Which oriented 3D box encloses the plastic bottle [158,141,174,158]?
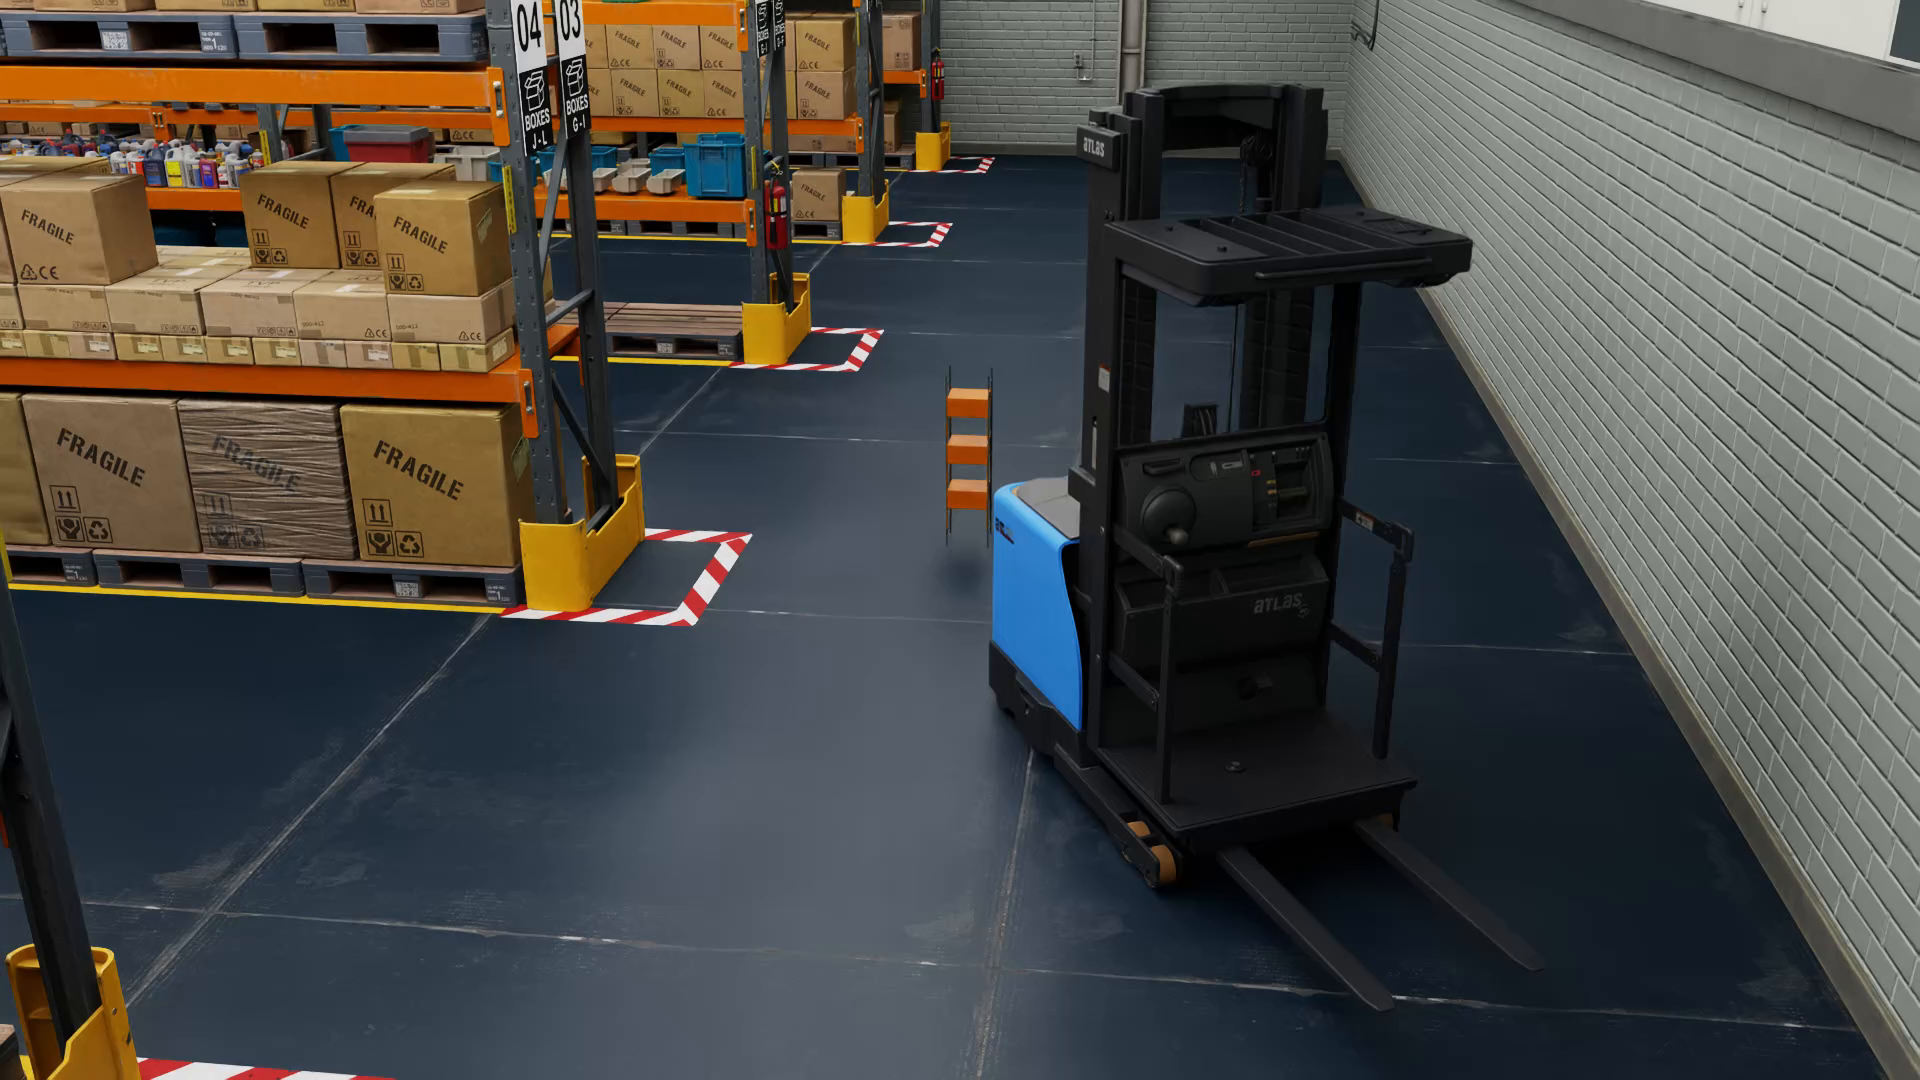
[{"bbox_3d":[-6.649,-3.164,13.931,0.185,0.351,0.144,2,22,6],"label":"plastic bottle"}]

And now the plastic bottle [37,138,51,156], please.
[{"bbox_3d":[-7.692,-3.213,14.053,0.185,0.351,0.144,2,22,6],"label":"plastic bottle"}]

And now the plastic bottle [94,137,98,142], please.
[{"bbox_3d":[-7.601,-3.400,14.619,0.133,0.283,0.061,2,22,6],"label":"plastic bottle"}]

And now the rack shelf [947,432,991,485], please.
[{"bbox_3d":[0.053,-0.476,9.745,0.240,0.259,0.215,2,22,6],"label":"rack shelf"}]

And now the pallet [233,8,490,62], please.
[{"bbox_3d":[-2.880,-2.607,8.495,1.213,0.211,1.003,2,22,6],"label":"pallet"}]

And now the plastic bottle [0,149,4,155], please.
[{"bbox_3d":[-7.970,-3.122,13.915,0.133,0.283,0.061,2,22,6],"label":"plastic bottle"}]

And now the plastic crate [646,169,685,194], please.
[{"bbox_3d":[-2.390,-2.908,13.492,0.243,0.136,0.396,2,22,6],"label":"plastic crate"}]

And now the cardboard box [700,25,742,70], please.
[{"bbox_3d":[-2.464,-5.314,17.806,0.500,0.500,0.500,3,22,8],"label":"cardboard box"}]

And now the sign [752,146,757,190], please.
[{"bbox_3d":[-1.608,-2.908,12.993,0.005,0.325,0.100,2,22,6],"label":"sign"}]

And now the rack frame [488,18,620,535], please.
[{"bbox_3d":[-2.142,-1.225,8.958,0.127,3.000,1.000,2,22,6],"label":"rack frame"}]

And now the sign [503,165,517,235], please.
[{"bbox_3d":[-2.220,-1.676,8.202,0.005,0.325,0.100,2,22,6],"label":"sign"}]

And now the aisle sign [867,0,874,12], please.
[{"bbox_3d":[-0.941,-5.936,17.338,0.004,0.787,0.394,2,22,6],"label":"aisle sign"}]

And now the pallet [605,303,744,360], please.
[{"bbox_3d":[-2.374,-1.786,14.171,1.213,0.211,1.003,2,22,6],"label":"pallet"}]

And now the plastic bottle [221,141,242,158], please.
[{"bbox_3d":[-6.310,-3.324,14.435,0.135,0.276,0.152,2,22,6],"label":"plastic bottle"}]

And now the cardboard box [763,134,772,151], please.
[{"bbox_3d":[-2.627,-5.740,23.209,0.500,0.500,0.700,3,22,8],"label":"cardboard box"}]

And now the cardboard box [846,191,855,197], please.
[{"bbox_3d":[-1.348,-3.864,18.913,0.250,0.149,0.380,2,22,6],"label":"cardboard box"}]

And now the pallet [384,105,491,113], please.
[{"bbox_3d":[-5.726,-5.000,18.768,1.213,0.211,1.003,2,22,6],"label":"pallet"}]

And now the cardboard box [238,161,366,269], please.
[{"bbox_3d":[-3.599,-1.803,9.201,0.500,0.500,0.500,2,22,5],"label":"cardboard box"}]

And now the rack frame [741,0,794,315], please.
[{"bbox_3d":[-1.559,-3.033,13.532,0.127,3.000,1.000,2,22,6],"label":"rack frame"}]

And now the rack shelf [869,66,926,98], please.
[{"bbox_3d":[-2.380,-6.402,23.033,4.000,0.370,1.077,2,22,6],"label":"rack shelf"}]

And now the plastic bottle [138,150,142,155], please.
[{"bbox_3d":[-7.092,-3.277,14.419,0.097,0.201,0.097,0,22,0],"label":"plastic bottle"}]

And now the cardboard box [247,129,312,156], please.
[{"bbox_3d":[-7.904,-4.623,19.335,0.500,0.250,0.500,3,22,8],"label":"cardboard box"}]

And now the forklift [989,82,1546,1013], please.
[{"bbox_3d":[1.142,-0.177,6.401,1.130,2.935,3.031,-8,23,-20],"label":"forklift"}]

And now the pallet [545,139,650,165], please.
[{"bbox_3d":[-5.141,-5.533,23.647,1.213,0.211,1.003,2,22,6],"label":"pallet"}]

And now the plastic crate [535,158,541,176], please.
[{"bbox_3d":[-3.767,-3.146,14.095,0.466,0.136,0.293,2,22,6],"label":"plastic crate"}]

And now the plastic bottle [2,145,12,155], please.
[{"bbox_3d":[-8.420,-3.391,14.707,0.097,0.201,0.097,0,22,0],"label":"plastic bottle"}]

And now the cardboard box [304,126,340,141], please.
[{"bbox_3d":[-9.059,-6.051,23.966,0.500,0.500,0.700,3,22,7],"label":"cardboard box"}]

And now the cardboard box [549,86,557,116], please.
[{"bbox_3d":[-4.471,-4.940,18.218,0.500,0.500,0.500,3,22,8],"label":"cardboard box"}]

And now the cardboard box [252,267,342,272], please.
[{"bbox_3d":[-3.603,-1.456,9.342,0.500,0.250,0.500,2,22,4],"label":"cardboard box"}]

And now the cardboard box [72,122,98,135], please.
[{"bbox_3d":[-12.845,-6.069,24.466,0.250,0.166,0.380,0,22,-1],"label":"cardboard box"}]

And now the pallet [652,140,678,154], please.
[{"bbox_3d":[-3.620,-5.465,23.476,1.213,0.211,1.003,2,22,6],"label":"pallet"}]

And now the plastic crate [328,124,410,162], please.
[{"bbox_3d":[-5.028,-3.331,14.226,0.575,0.384,0.392,2,22,6],"label":"plastic crate"}]

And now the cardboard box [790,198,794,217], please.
[{"bbox_3d":[-1.933,-3.713,18.506,0.250,0.166,0.380,2,22,6],"label":"cardboard box"}]

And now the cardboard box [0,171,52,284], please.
[{"bbox_3d":[-5.181,-1.677,8.881,0.500,0.500,0.500,2,22,6],"label":"cardboard box"}]

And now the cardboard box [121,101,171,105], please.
[{"bbox_3d":[-9.273,-5.178,19.078,0.500,0.311,0.500,4,22,10],"label":"cardboard box"}]

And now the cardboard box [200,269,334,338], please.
[{"bbox_3d":[-3.664,-1.262,8.851,0.500,0.250,0.500,2,22,4],"label":"cardboard box"}]

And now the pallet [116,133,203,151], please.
[{"bbox_3d":[-11.537,-5.840,24.424,1.213,0.211,1.003,2,22,6],"label":"pallet"}]

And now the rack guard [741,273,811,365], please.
[{"bbox_3d":[-1.534,-1.874,14.001,0.348,0.500,1.175,2,22,6],"label":"rack guard"}]

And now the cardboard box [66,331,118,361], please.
[{"bbox_3d":[-4.573,-1.091,8.961,0.250,0.149,0.380,3,22,7],"label":"cardboard box"}]

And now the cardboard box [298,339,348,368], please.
[{"bbox_3d":[-3.291,-1.036,8.823,0.250,0.149,0.380,3,22,7],"label":"cardboard box"}]

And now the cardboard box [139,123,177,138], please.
[{"bbox_3d":[-11.577,-6.186,24.308,0.500,0.500,0.700,3,22,8],"label":"cardboard box"}]

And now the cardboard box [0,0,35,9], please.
[{"bbox_3d":[-4.797,-3.044,8.637,0.500,0.500,0.700,4,22,9],"label":"cardboard box"}]

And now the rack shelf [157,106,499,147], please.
[{"bbox_3d":[-6.931,-4.767,18.895,4.000,0.370,1.077,2,22,6],"label":"rack shelf"}]

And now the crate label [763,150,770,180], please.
[{"bbox_3d":[-1.766,-3.114,13.883,0.303,0.233,0.416,2,22,6],"label":"crate label"}]

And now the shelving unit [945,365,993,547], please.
[{"bbox_3d":[0.053,-0.486,9.741,0.252,1.050,0.215,2,22,6],"label":"shelving unit"}]

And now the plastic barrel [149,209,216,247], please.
[{"bbox_3d":[-6.773,-2.486,14.431,0.708,0.901,0.600,2,22,6],"label":"plastic barrel"}]

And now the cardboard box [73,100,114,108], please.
[{"bbox_3d":[-9.843,-5.009,18.871,0.250,0.149,0.380,2,22,6],"label":"cardboard box"}]

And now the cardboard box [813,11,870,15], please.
[{"bbox_3d":[-1.625,-6.836,22.742,0.700,0.700,0.980,2,22,6],"label":"cardboard box"}]

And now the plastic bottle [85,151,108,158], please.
[{"bbox_3d":[-7.189,-3.101,13.873,0.135,0.276,0.152,2,22,6],"label":"plastic bottle"}]

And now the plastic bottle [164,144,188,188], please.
[{"bbox_3d":[-6.483,-3.104,13.778,0.185,0.351,0.144,2,22,6],"label":"plastic bottle"}]

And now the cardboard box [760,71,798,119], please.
[{"bbox_3d":[-1.965,-4.829,17.939,0.500,0.500,0.500,3,22,7],"label":"cardboard box"}]
